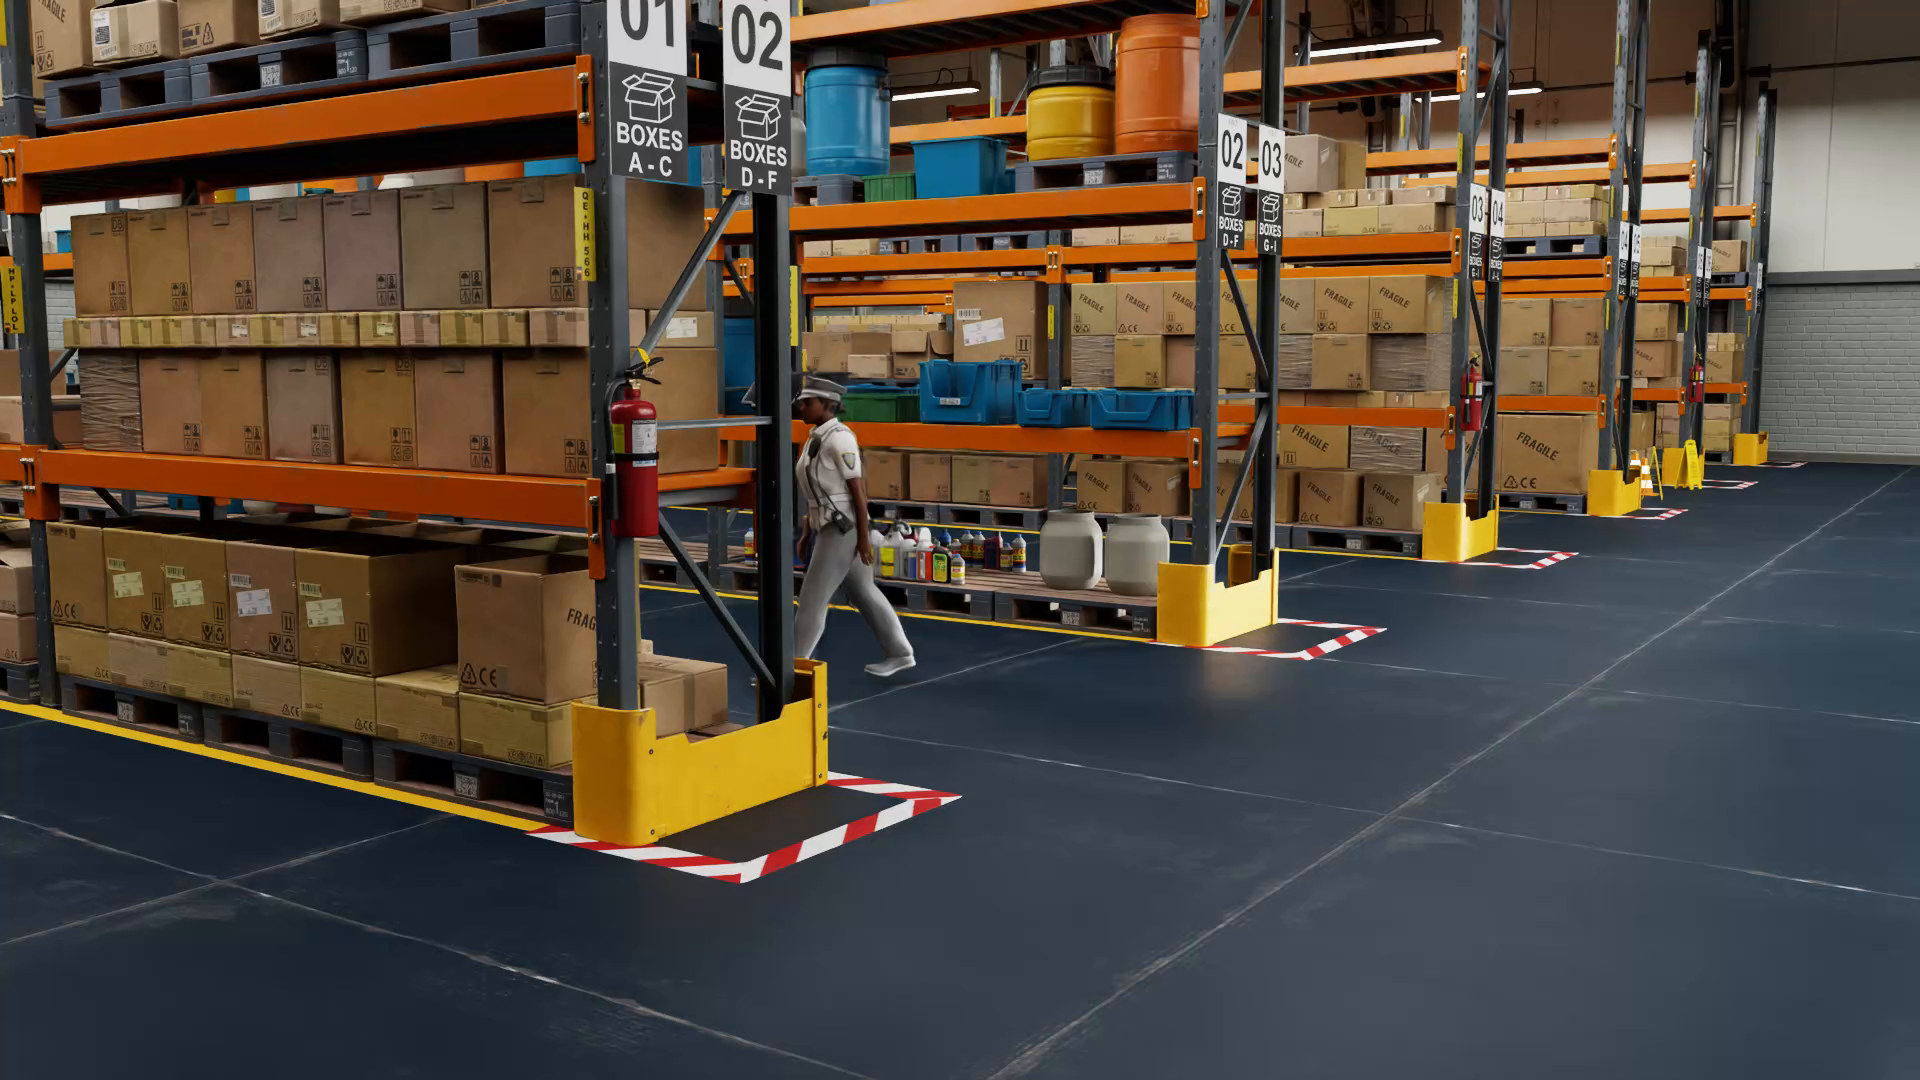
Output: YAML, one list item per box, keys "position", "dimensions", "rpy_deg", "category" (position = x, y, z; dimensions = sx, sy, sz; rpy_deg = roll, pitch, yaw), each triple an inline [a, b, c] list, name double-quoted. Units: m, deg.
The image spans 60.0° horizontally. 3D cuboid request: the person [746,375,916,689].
- position: [-0.688, -0.058, 8.807]
  dimensions: [0.963, 1.622, 0.447]
  rpy_deg: [-2, 7, -17]
  category: "person"
